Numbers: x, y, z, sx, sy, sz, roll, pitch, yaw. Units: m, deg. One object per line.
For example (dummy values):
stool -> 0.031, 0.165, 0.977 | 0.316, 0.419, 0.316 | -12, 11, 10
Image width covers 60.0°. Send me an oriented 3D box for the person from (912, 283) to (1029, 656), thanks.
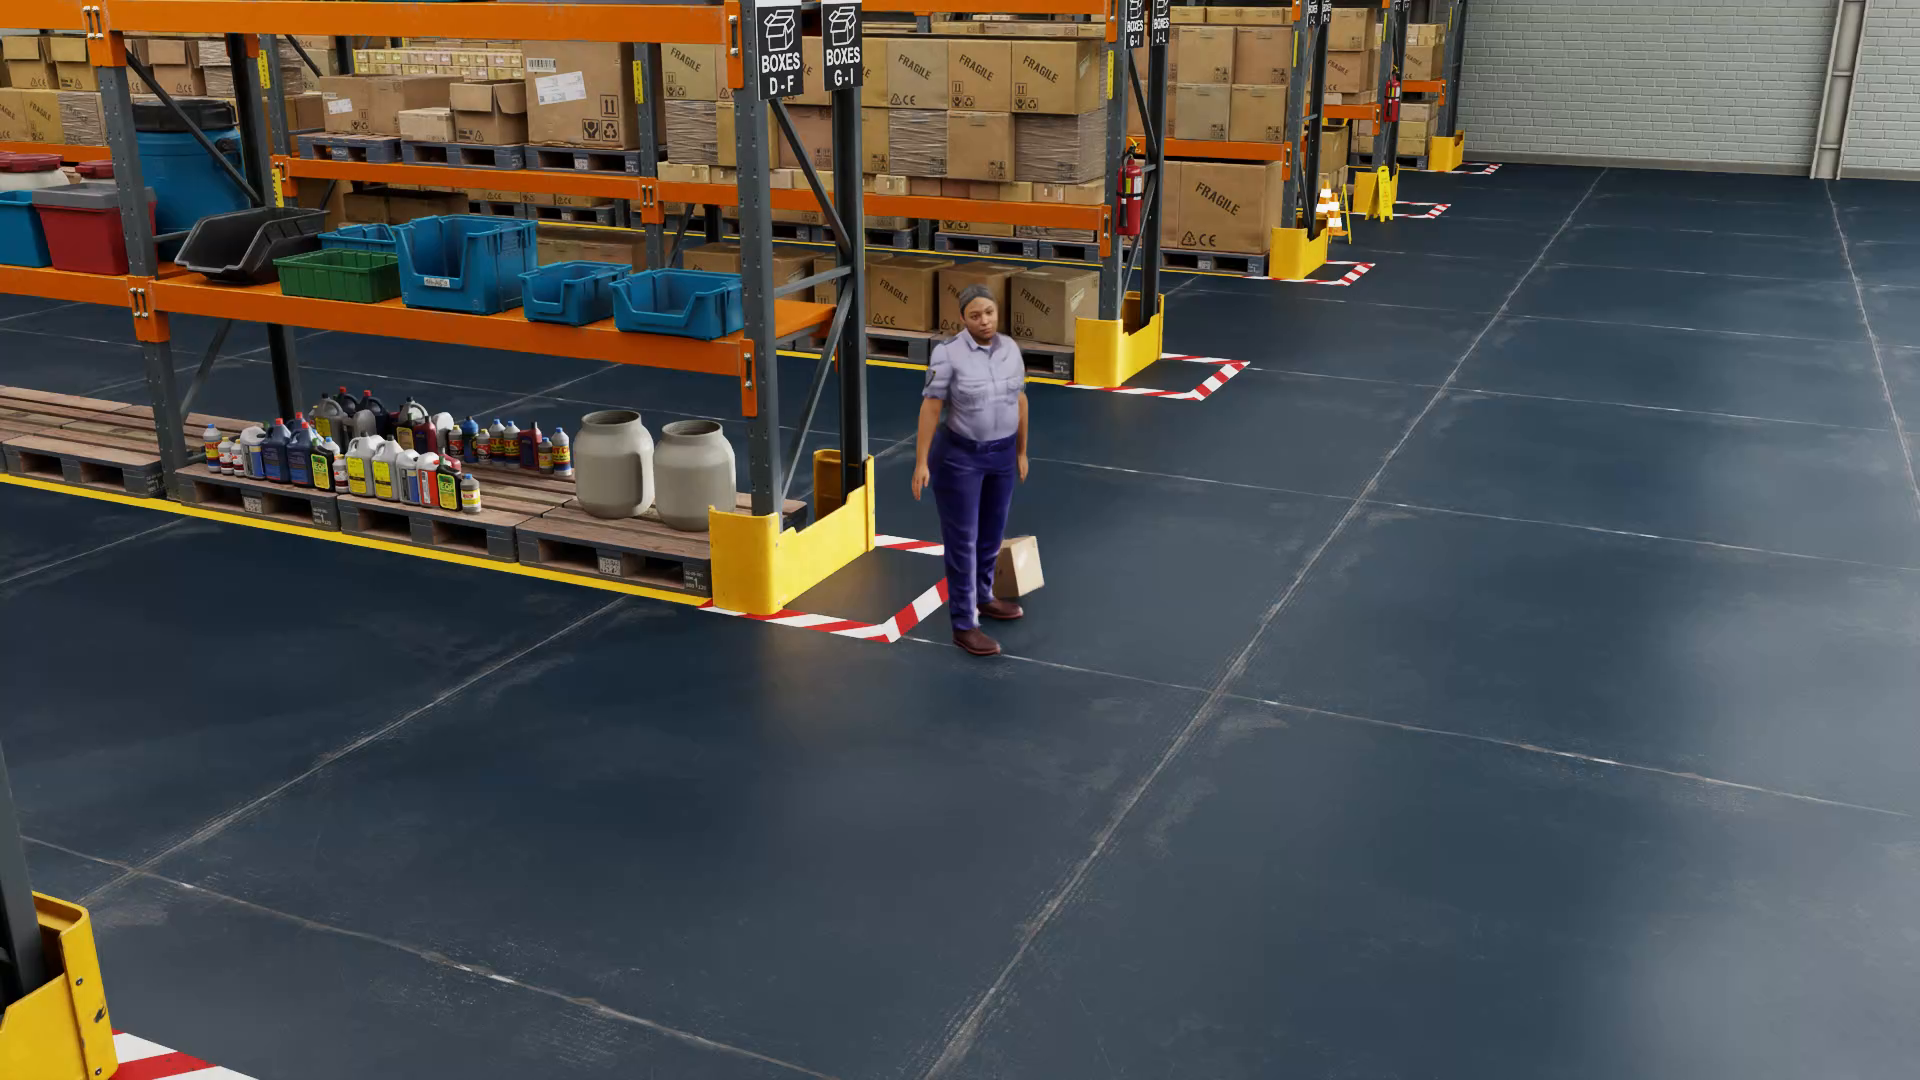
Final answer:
person -> 0.084, -0.328, 7.477 | 0.658, 1.640, 0.598 | -13, 23, -34
